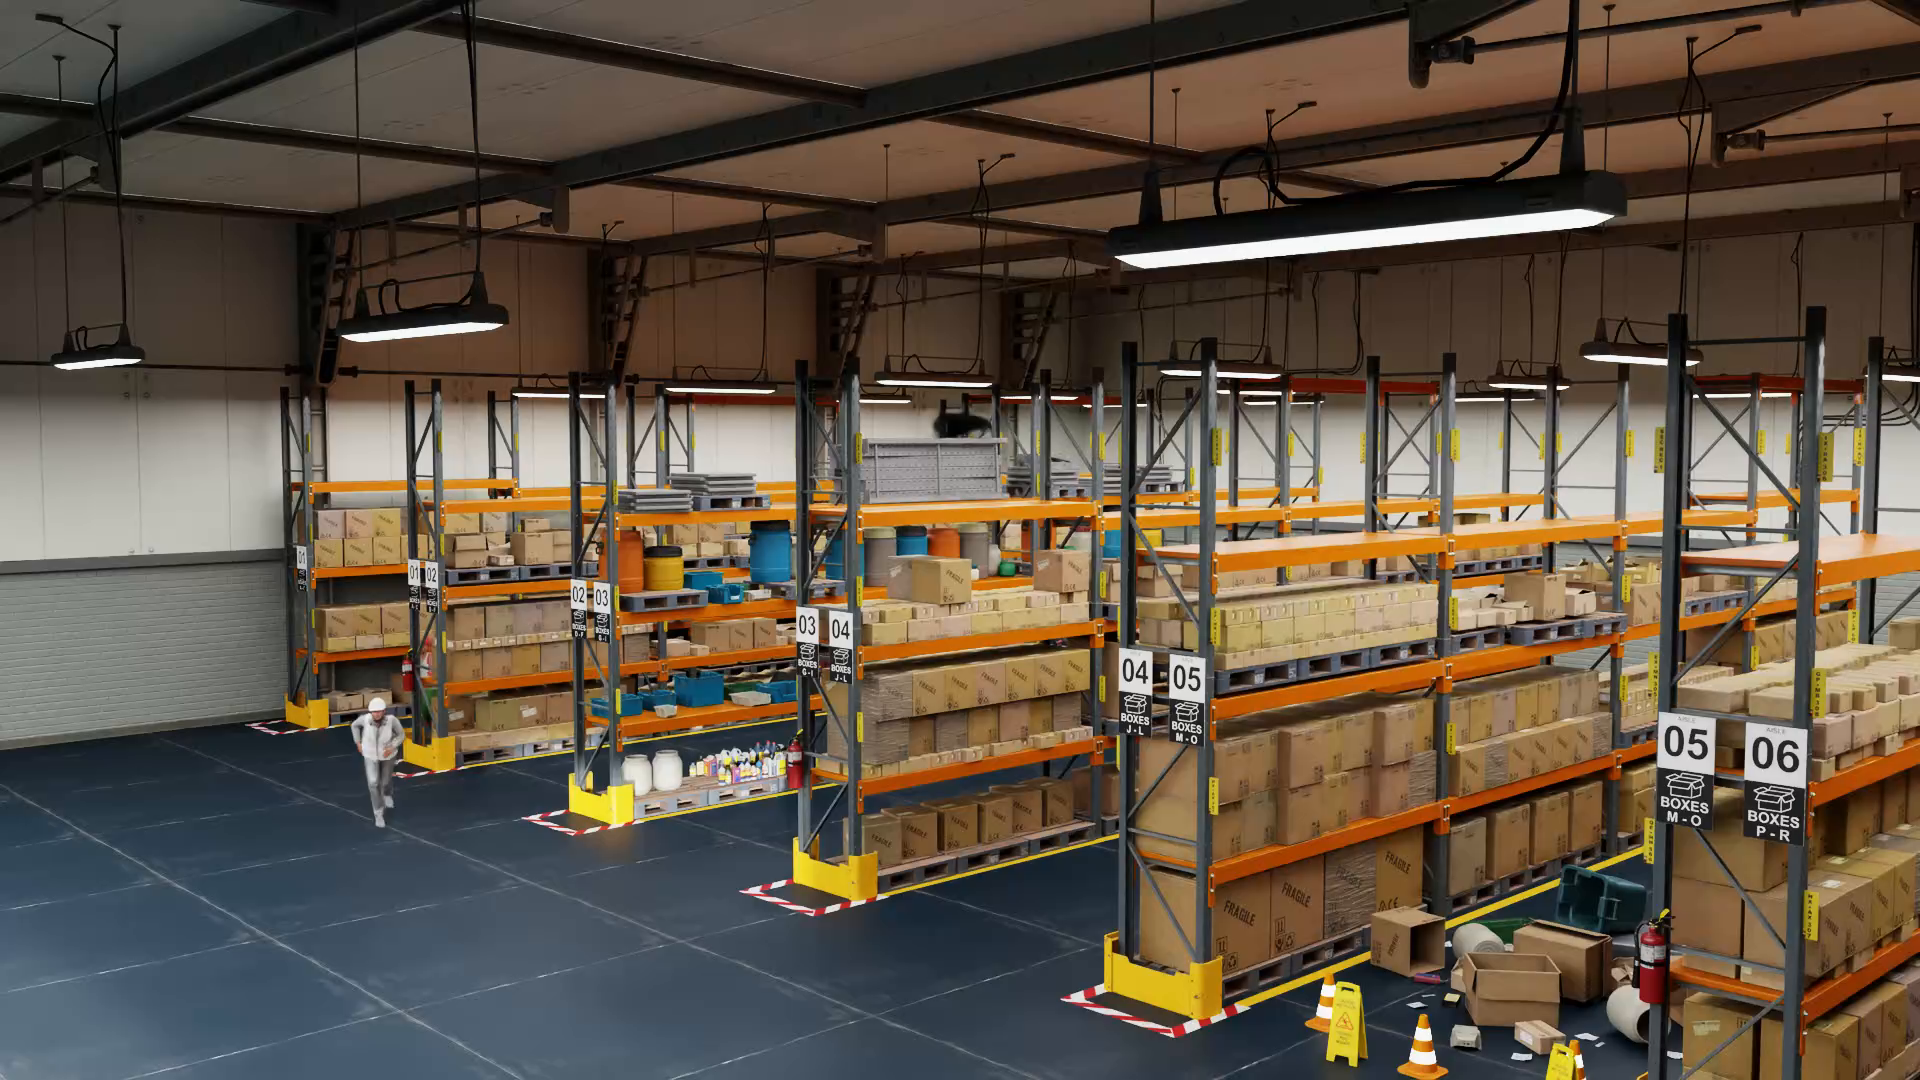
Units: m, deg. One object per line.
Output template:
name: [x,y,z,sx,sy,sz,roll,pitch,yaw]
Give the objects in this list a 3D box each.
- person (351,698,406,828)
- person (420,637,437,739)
person: [-7.753,2.918,22.238,0.696,1.732,1.048,-1,4,-11]
person: [-8.978,2.506,27.946,0.686,1.737,0.711,1,4,21]
